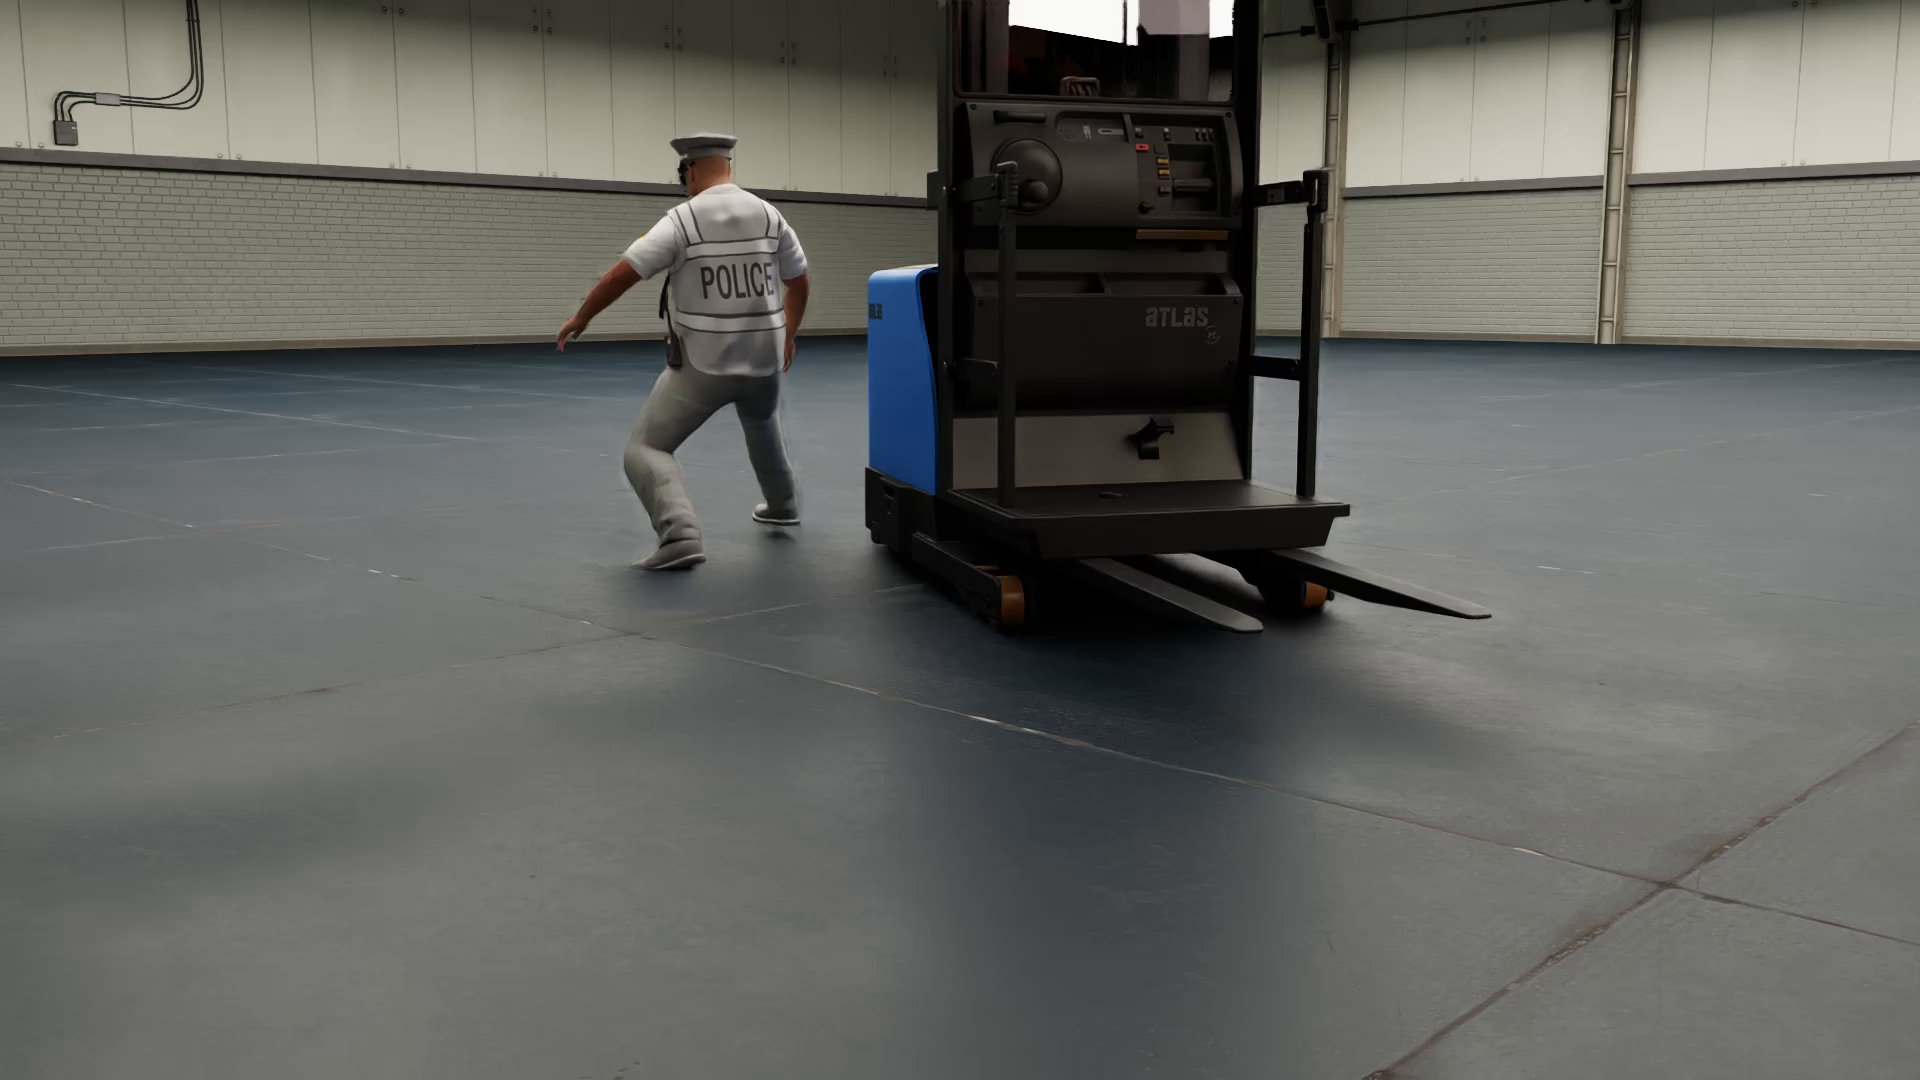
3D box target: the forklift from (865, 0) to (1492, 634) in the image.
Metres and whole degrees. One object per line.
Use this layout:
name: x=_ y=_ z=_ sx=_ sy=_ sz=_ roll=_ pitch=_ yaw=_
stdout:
forklift: x=0.534 y=-1.249 z=5.167 sx=1.130 sy=2.935 sz=3.031 roll=-3 pitch=9 yaw=-16

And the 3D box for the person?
person: x=-0.979 y=-0.720 z=6.343 sx=1.001 sy=1.626 sz=0.831 roll=-6 pitch=10 yaw=-33
